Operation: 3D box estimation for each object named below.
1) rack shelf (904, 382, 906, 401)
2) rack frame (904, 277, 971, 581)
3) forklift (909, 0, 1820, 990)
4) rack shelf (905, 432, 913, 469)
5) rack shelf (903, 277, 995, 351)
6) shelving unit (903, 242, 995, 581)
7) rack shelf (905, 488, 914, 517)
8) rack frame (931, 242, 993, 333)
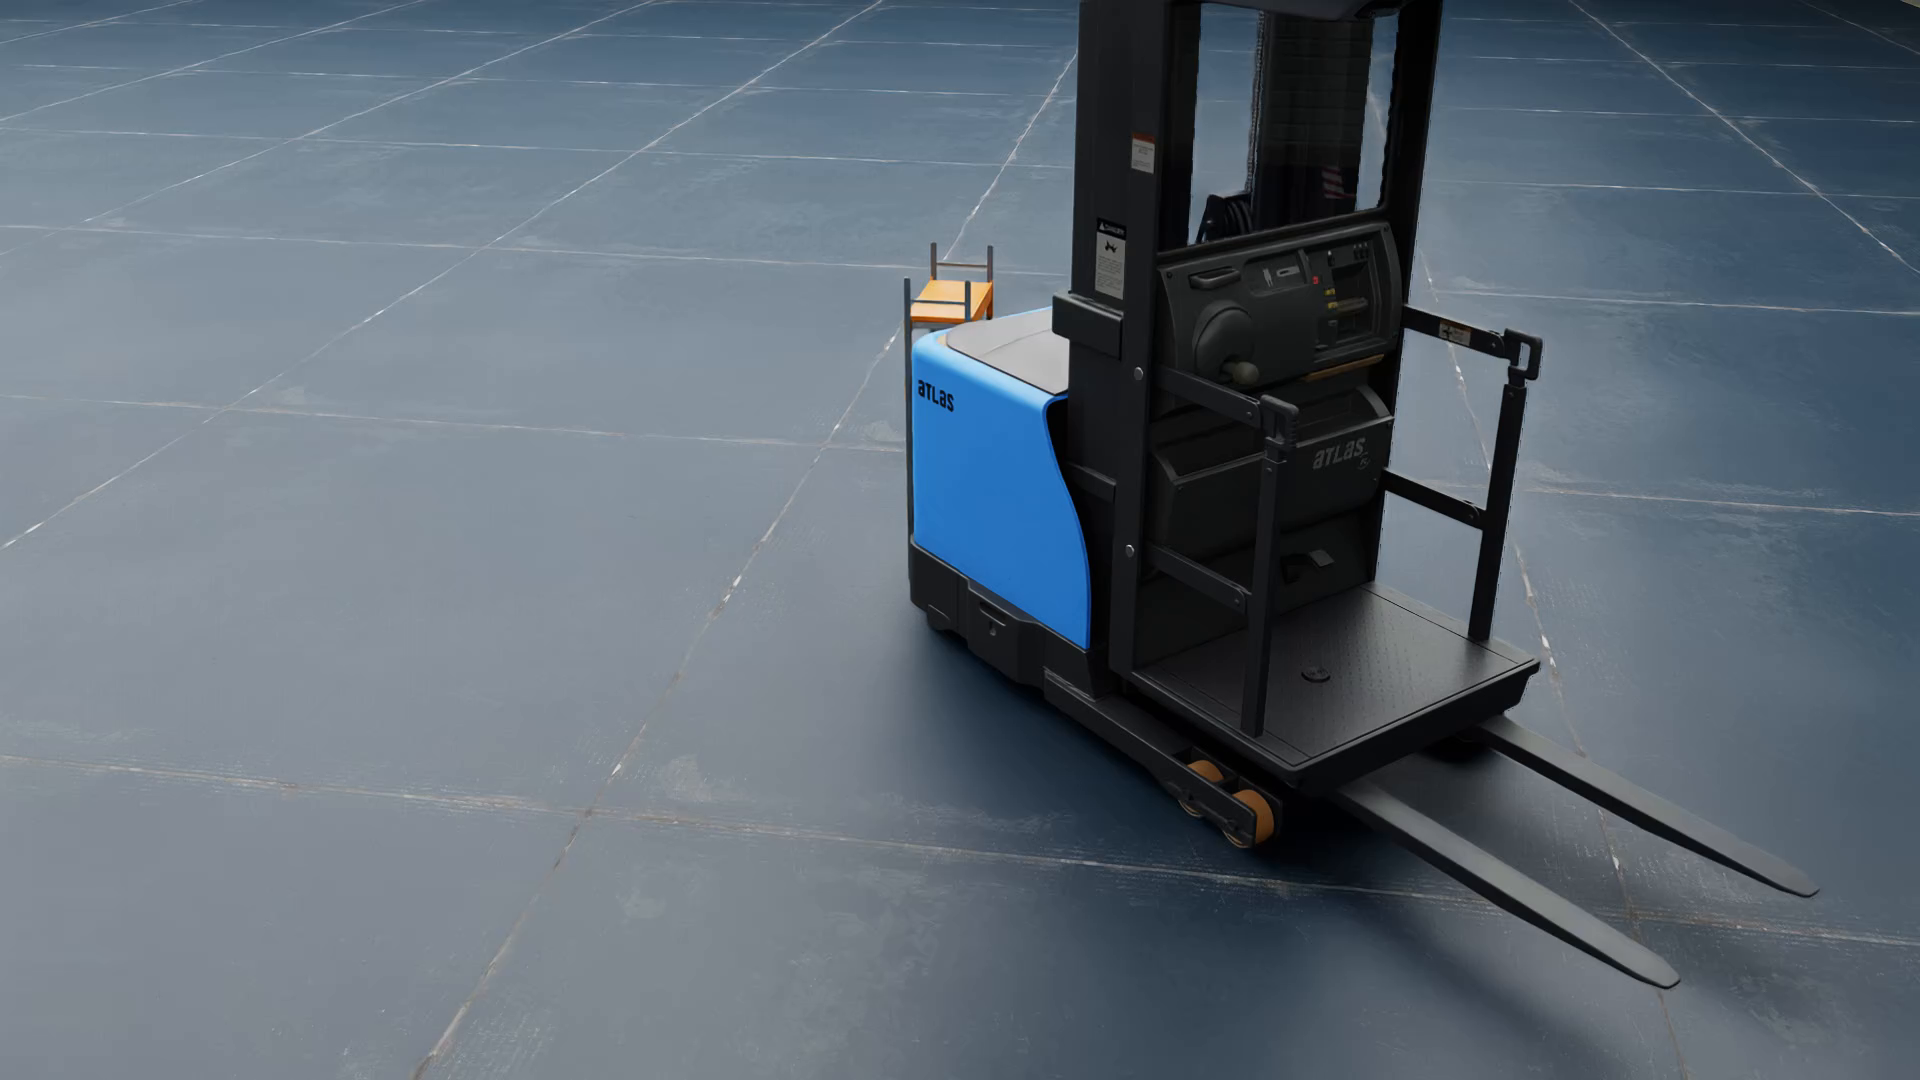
[{"bbox_3d":[-0.036,-0.623,6.296,0.258,0.148,0.480,4,25,9],"label":"rack shelf"},{"bbox_3d":[-0.080,-0.379,6.145,0.240,1.200,0.015,4,25,9],"label":"rack frame"},{"bbox_3d":[1.078,-0.666,4.715,1.130,2.935,3.031,-17,30,-32],"label":"forklift"},{"bbox_3d":[-0.036,-0.420,6.391,0.258,0.148,0.480,4,25,9],"label":"rack shelf"},{"bbox_3d":[-0.036,-0.837,6.196,0.258,0.148,0.480,4,25,9],"label":"rack shelf"},{"bbox_3d":[-0.036,-0.481,6.363,0.258,1.200,0.503,4,25,9],"label":"shelving unit"},{"bbox_3d":[-0.036,-0.240,6.475,0.258,0.148,0.480,4,25,9],"label":"rack shelf"},{"bbox_3d":[0.008,-0.583,6.580,0.240,1.200,0.015,4,25,9],"label":"rack frame"}]
